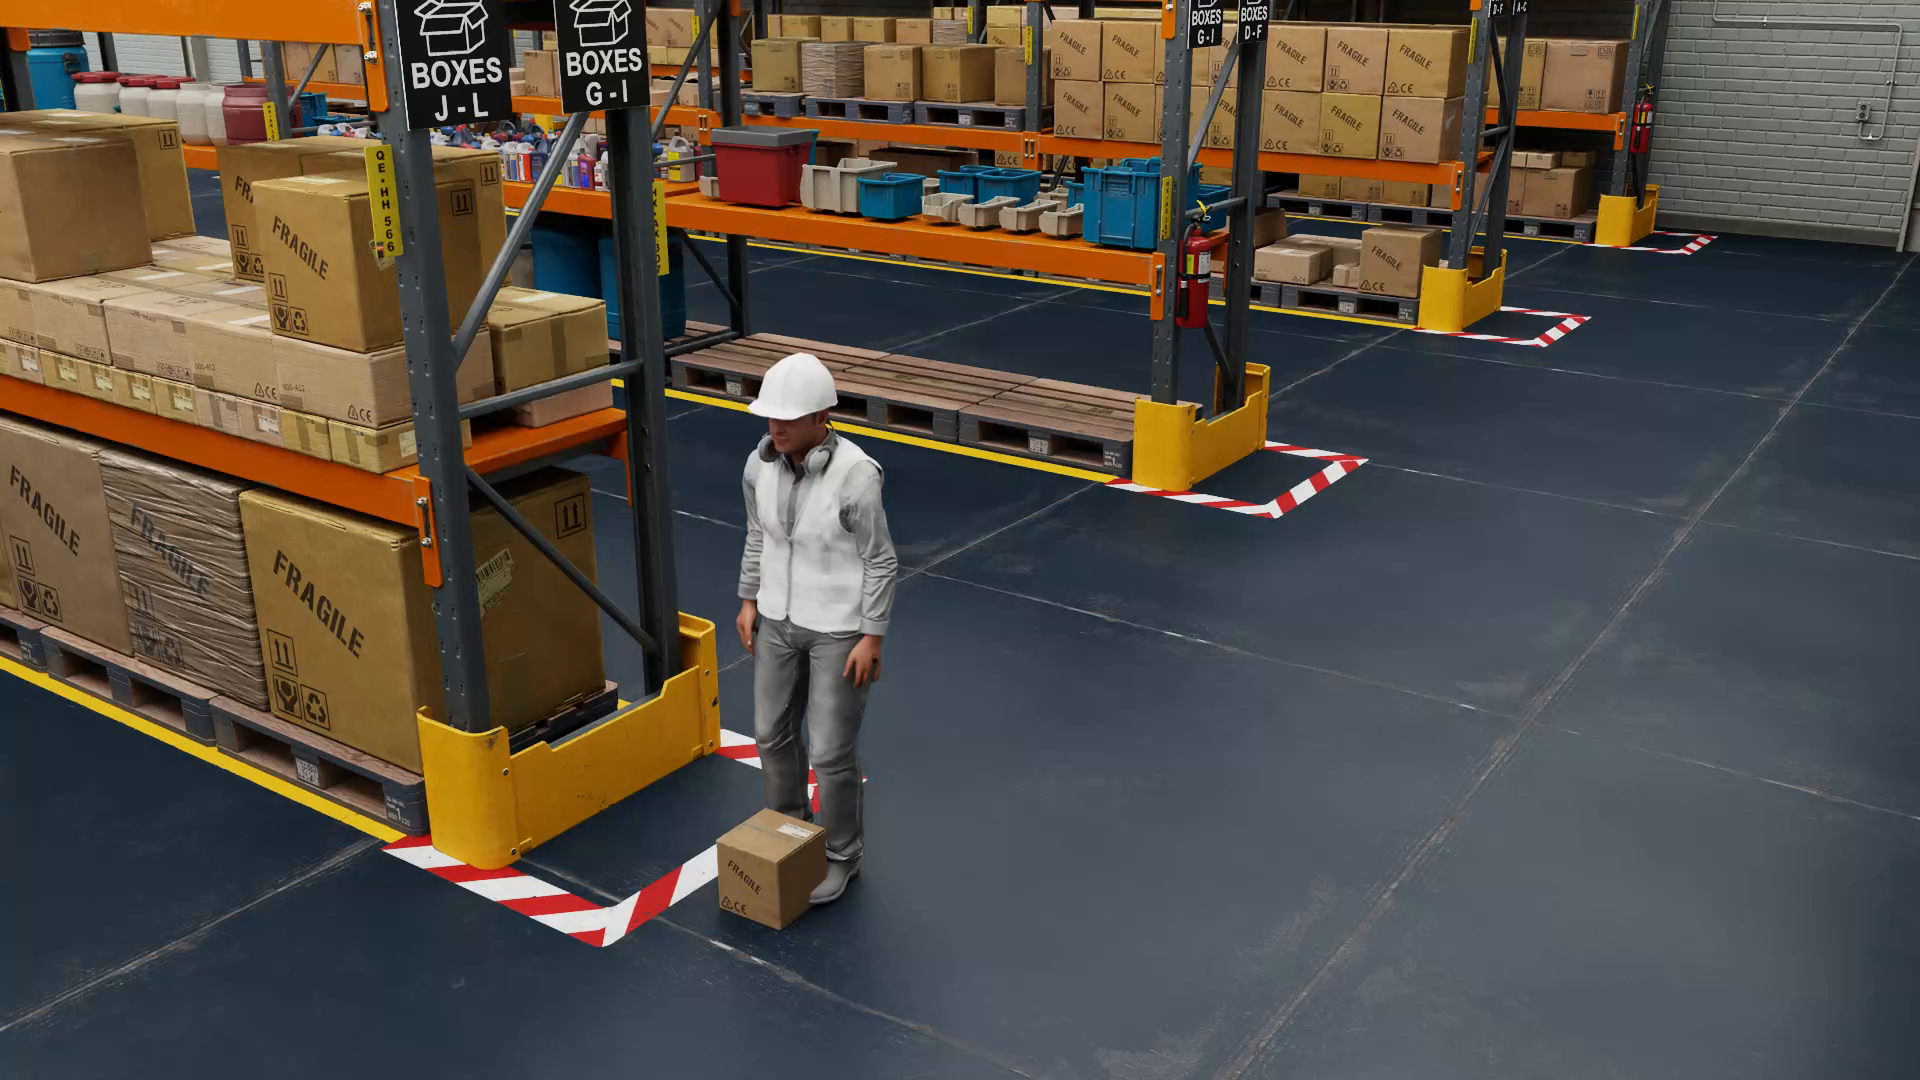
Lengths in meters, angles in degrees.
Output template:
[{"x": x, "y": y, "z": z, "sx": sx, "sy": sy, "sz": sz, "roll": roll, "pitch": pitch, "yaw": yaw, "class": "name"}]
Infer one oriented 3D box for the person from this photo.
[{"x": -0.468, "y": 0.263, "z": 5.296, "sx": 0.580, "sy": 1.770, "sz": 0.466, "roll": 13, "pitch": 23, "yaw": 32, "class": "person"}]
